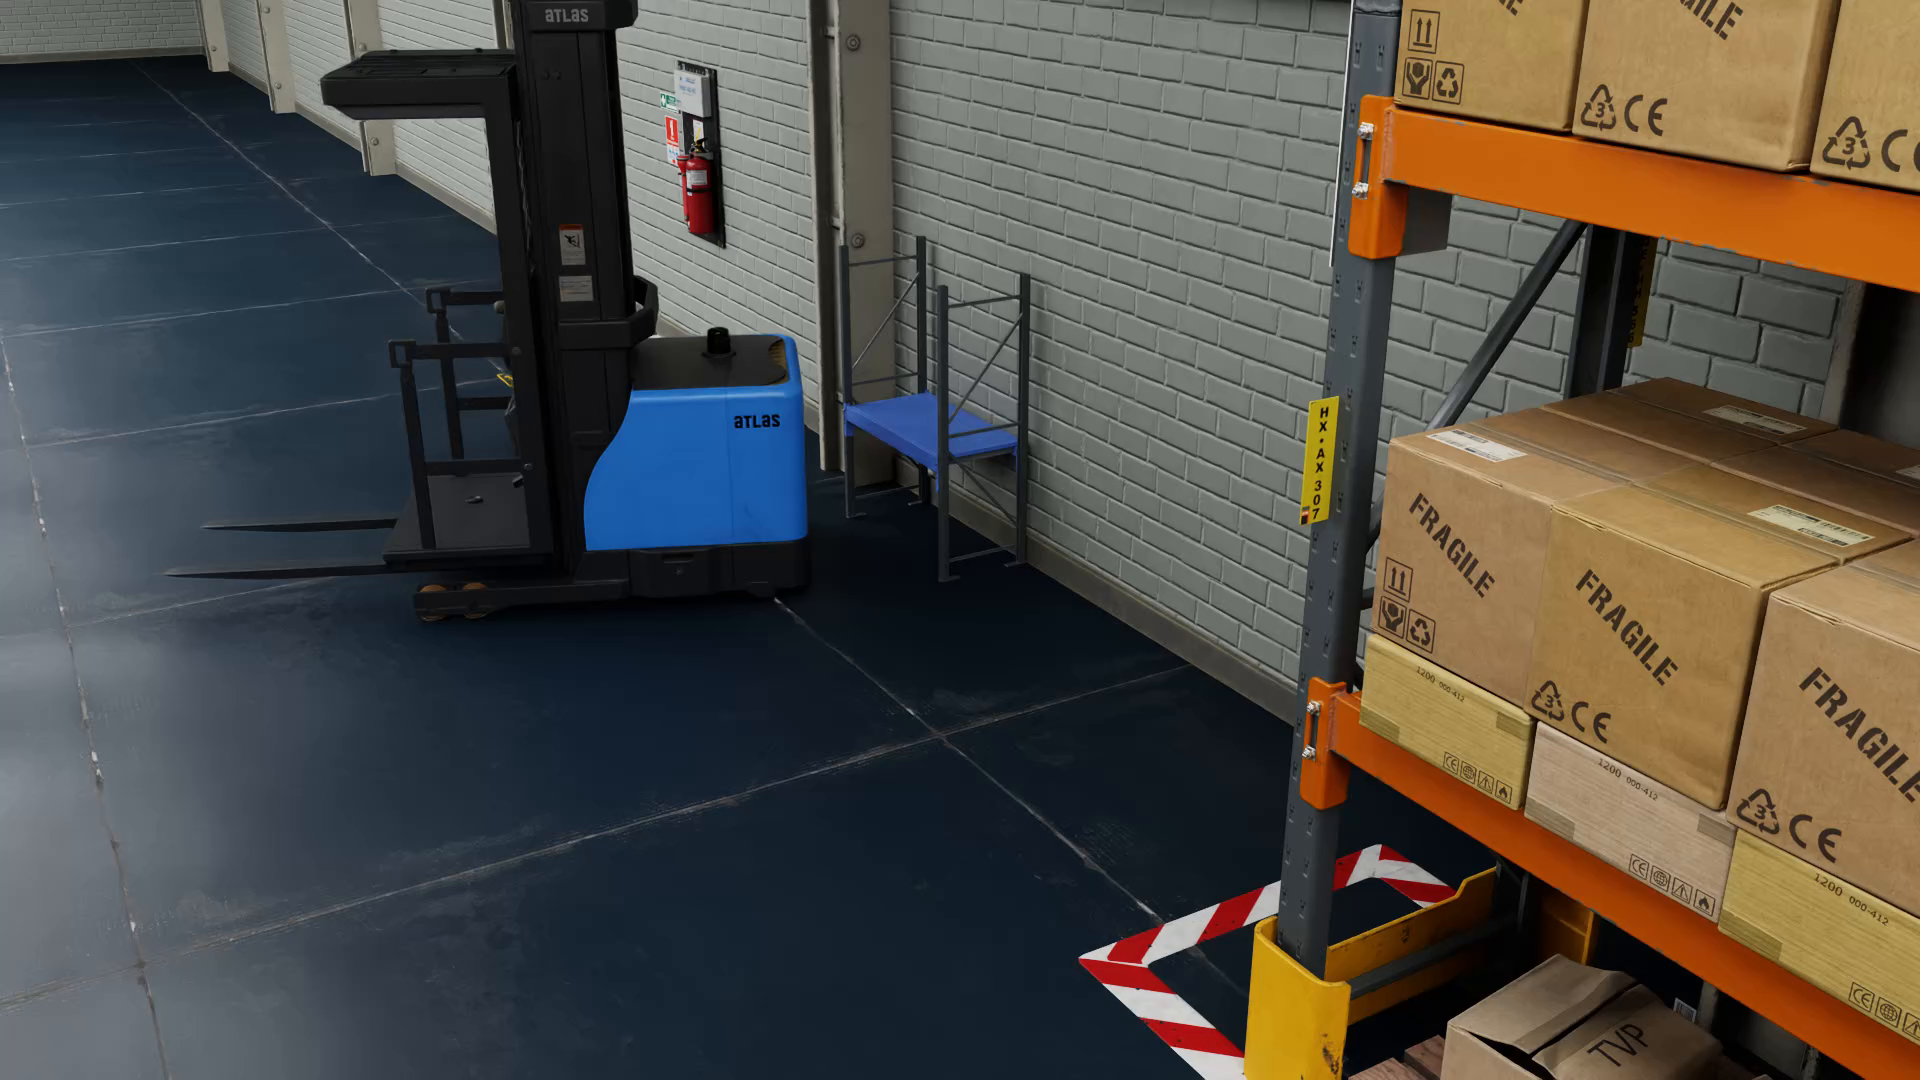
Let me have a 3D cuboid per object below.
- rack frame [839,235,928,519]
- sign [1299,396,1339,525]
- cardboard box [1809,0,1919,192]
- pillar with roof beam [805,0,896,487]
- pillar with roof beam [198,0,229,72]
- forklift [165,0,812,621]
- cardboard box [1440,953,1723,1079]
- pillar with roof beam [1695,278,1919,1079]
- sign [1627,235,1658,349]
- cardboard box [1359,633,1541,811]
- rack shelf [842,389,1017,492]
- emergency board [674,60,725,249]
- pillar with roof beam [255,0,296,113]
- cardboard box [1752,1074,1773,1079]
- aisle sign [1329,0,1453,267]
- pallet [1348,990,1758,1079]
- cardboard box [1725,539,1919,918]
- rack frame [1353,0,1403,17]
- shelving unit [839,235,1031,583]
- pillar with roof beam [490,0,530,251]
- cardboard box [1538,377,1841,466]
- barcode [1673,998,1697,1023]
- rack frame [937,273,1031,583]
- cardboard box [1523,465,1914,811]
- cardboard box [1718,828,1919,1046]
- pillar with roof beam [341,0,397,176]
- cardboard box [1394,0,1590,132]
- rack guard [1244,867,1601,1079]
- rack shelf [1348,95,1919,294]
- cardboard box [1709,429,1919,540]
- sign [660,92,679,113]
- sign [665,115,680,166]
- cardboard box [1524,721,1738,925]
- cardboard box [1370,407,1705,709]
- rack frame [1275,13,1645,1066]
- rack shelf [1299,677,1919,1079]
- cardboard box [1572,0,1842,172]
[{"bbox_3d":[-0.403,-0.863,8.942,0.500,1.500,0.032,-13,25,-28],"label":"rack frame"},{"bbox_3d":[0.902,-0.197,4.163,0.100,0.325,0.005,-13,25,-28],"label":"sign"},{"bbox_3d":[1.836,-0.841,2.755,0.500,0.500,0.500,-11,25,-26],"label":"cardboard box"},{"bbox_3d":[-4.297,-3.734,6.047,9.100,9.000,0.400,-13,25,-28],"label":"pillar with roof beam"},{"bbox_3d":[-16.556,-11.503,25.161,9.100,9.000,0.400,-13,25,-28],"label":"pillar with roof beam"},{"bbox_3d":[-2.281,-1.187,7.839,3.031,2.935,1.130,-3,22,-7],"label":"forklift"},{"bbox_3d":[1.644,1.383,4.413,0.500,0.311,0.500,-16,27,-34],"label":"cardboard box"},{"bbox_3d":[-1.232,-1.791,1.268,9.100,9.000,0.400,-13,25,-28],"label":"pillar with roof beam"},{"bbox_3d":[1.855,-0.684,4.552,0.100,0.325,0.005,-13,25,-28],"label":"sign"},{"bbox_3d":[1.344,0.379,4.069,0.500,0.250,0.500,-13,26,-30],"label":"cardboard box"},{"bbox_3d":[-0.144,-0.531,8.604,0.538,0.185,1.000,-13,25,-28],"label":"rack shelf"},{"bbox_3d":[-1.825,-2.590,11.200,0.194,1.169,0.643,-13,25,-28],"label":"emergency board"},{"bbox_3d":[-13.491,-9.560,20.382,9.100,9.000,0.400,-13,25,-28],"label":"pillar with roof beam"},{"bbox_3d":[1.935,1.567,3.959,0.500,0.311,0.500,-10,24,-24],"label":"cardboard box"},{"bbox_3d":[1.073,-1.070,4.009,0.394,0.787,0.004,-13,25,-28],"label":"aisle sign"},{"bbox_3d":[1.791,1.686,4.384,1.003,0.211,1.213,-13,25,-28],"label":"pallet"},{"bbox_3d":[1.856,0.355,3.131,0.500,0.500,0.500,-14,26,-30],"label":"cardboard box"},{"bbox_3d":[1.368,-2.680,3.453,1.000,3.000,0.127,-13,25,-28],"label":"rack frame"},{"bbox_3d":[-0.144,-0.698,8.536,0.538,1.500,1.048,-13,25,-28],"label":"shelving unit"},{"bbox_3d":[-7.361,-5.676,10.825,9.100,9.000,0.400,-13,25,-28],"label":"pillar with roof beam"},{"bbox_3d":[1.792,-0.076,4.192,0.500,0.500,0.500,-13,25,-29],"label":"cardboard box"},{"bbox_3d":[1.997,1.307,4.586,0.001,0.075,0.075,-13,25,-28],"label":"barcode"},{"bbox_3d":[0.115,-0.533,8.131,0.500,1.500,0.032,-13,25,-28],"label":"rack frame"},{"bbox_3d":[1.597,0.187,3.546,0.500,0.500,0.500,-13,25,-28],"label":"cardboard box"},{"bbox_3d":[1.877,0.710,3.253,0.500,0.250,0.500,-13,26,-29],"label":"cardboard box"},{"bbox_3d":[-10.426,-7.618,15.604,9.100,9.000,0.400,-13,25,-28],"label":"pillar with roof beam"},{"bbox_3d":[1.324,-1.189,3.611,0.500,0.500,0.500,-12,25,-27],"label":"cardboard box"},{"bbox_3d":[1.407,1.282,4.993,1.175,0.500,0.348,-13,25,-28],"label":"rack guard"},{"bbox_3d":[2.390,-0.309,2.561,1.077,0.370,4.000,-13,25,-28],"label":"rack shelf"},{"bbox_3d":[2.040,0.089,3.786,0.500,0.500,0.500,-12,25,-28],"label":"cardboard box"},{"bbox_3d":[-2.024,-3.048,11.574,0.001,0.109,0.331,-13,25,-28],"label":"sign"},{"bbox_3d":[-2.019,-2.805,11.682,0.001,0.329,0.234,-13,25,-28],"label":"sign"},{"bbox_3d":[1.622,0.544,3.662,0.500,0.250,0.500,-13,26,-30],"label":"cardboard box"},{"bbox_3d":[1.354,0.025,3.944,0.500,0.500,0.500,-13,25,-28],"label":"cardboard box"},{"bbox_3d":[1.368,0.100,4.583,1.000,3.000,0.127,-13,25,-28],"label":"rack frame"},{"bbox_3d":[2.390,1.080,3.126,1.077,0.370,4.000,-13,25,-28],"label":"rack shelf"},{"bbox_3d":[1.568,-1.009,3.166,0.500,0.500,0.500,-11,24,-25],"label":"cardboard box"}]
